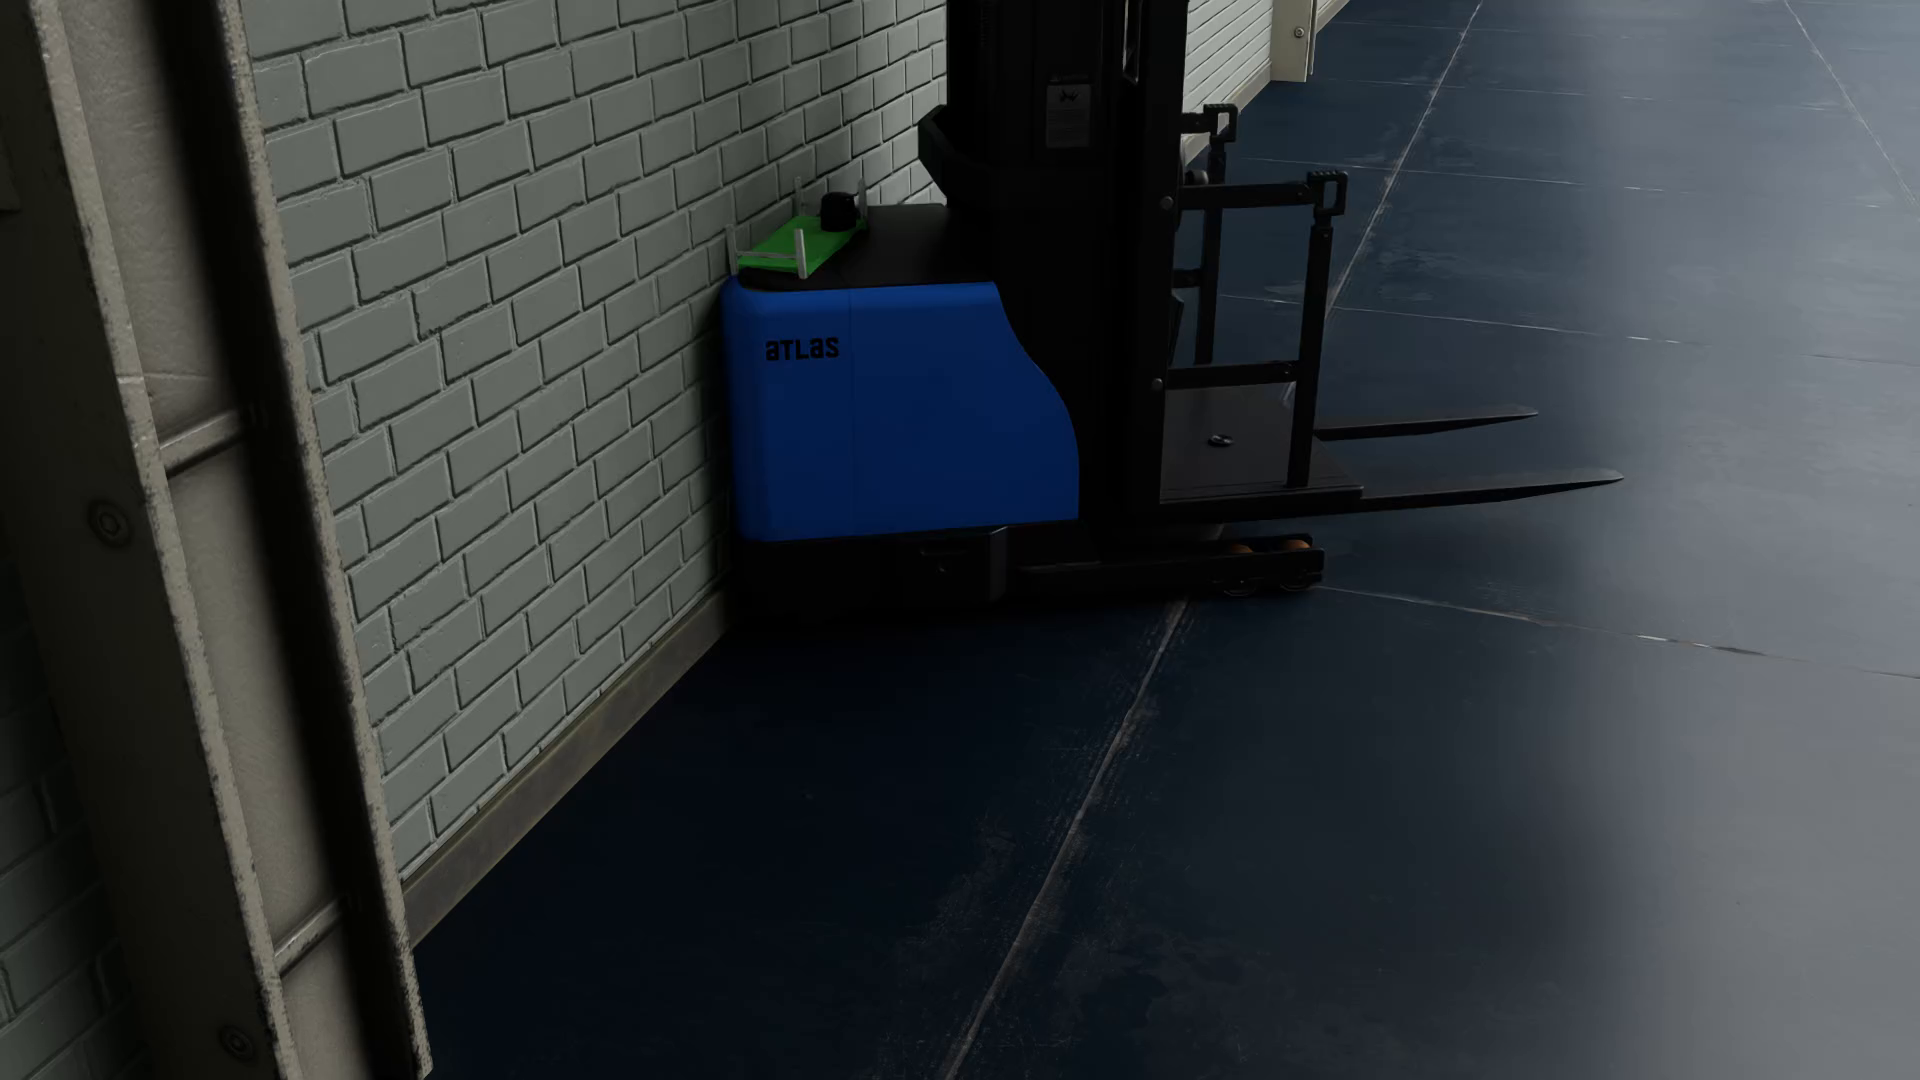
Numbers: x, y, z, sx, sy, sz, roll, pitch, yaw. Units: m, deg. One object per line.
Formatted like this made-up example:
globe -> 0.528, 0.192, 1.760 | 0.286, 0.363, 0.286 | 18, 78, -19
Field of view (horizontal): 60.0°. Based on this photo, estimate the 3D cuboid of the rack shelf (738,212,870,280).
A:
rack shelf -> -0.478, -0.853, 5.080 | 0.258, 0.148, 0.480 | 6, 30, 18

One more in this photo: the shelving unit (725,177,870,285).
shelving unit -> -0.455, -0.488, 5.278 | 0.258, 1.200, 0.503 | 6, 30, 18

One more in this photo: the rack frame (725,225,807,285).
rack frame -> -0.533, -0.374, 5.077 | 0.240, 1.200, 0.015 | 6, 30, 18

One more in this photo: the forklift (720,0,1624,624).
forklift -> 0.723, -1.358, 5.191 | 3.031, 2.935, 1.130 | -4, 26, -9

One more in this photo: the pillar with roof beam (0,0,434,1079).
pillar with roof beam -> 2.751, -2.268, 0.108 | 9.100, 9.000, 0.400 | 9, 27, 17

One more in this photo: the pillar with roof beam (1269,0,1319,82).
pillar with roof beam -> 6.744, -7.200, 10.293 | 9.100, 9.000, 0.400 | 9, 27, 17

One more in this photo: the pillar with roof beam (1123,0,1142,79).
pillar with roof beam -> 4.747, -4.734, 5.201 | 9.100, 9.000, 0.400 | 9, 27, 17

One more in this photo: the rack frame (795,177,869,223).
rack frame -> -0.377, -0.602, 5.479 | 0.240, 1.200, 0.015 | 6, 30, 18
